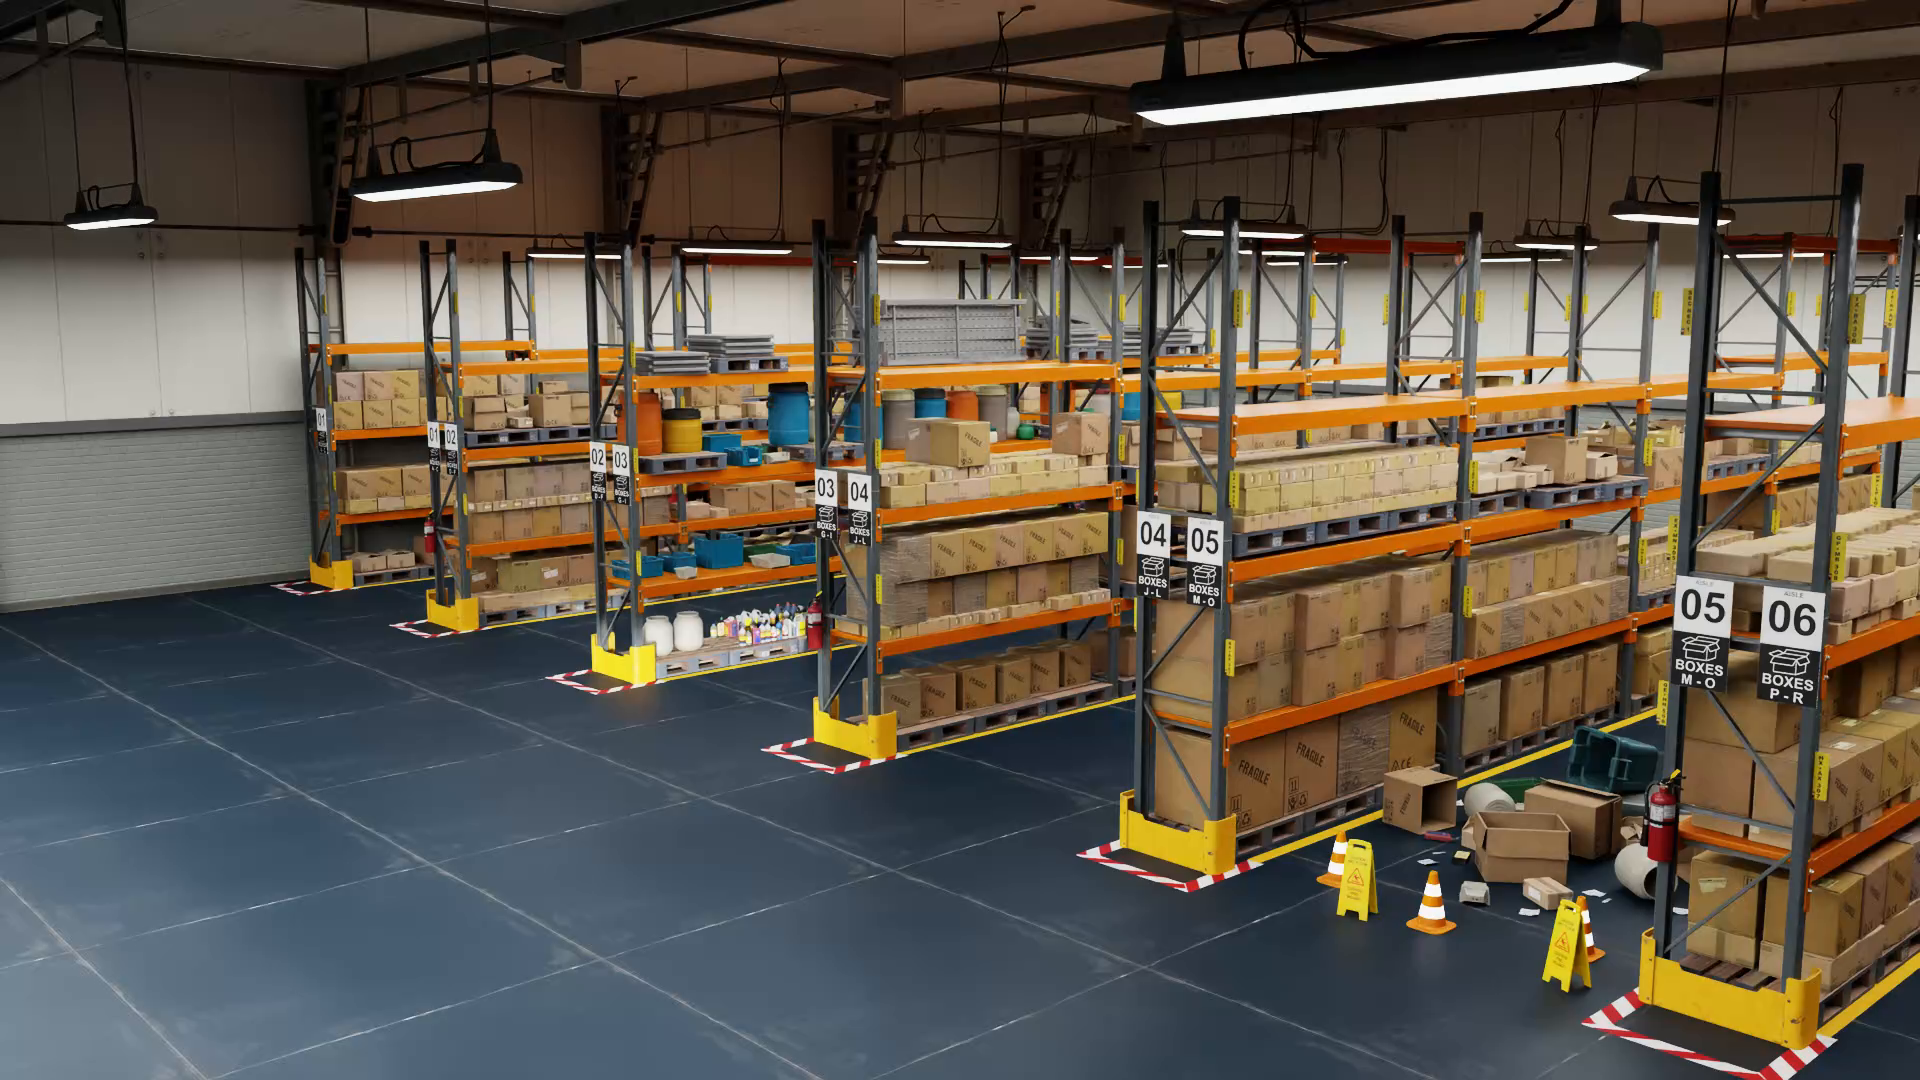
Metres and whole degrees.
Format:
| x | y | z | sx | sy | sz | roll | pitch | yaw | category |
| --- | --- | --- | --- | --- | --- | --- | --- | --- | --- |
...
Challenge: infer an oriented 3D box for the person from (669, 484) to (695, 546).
| x | y | z | sx | sy | sz | roll | pitch | yaw | category |
| --- | --- | --- | --- | --- | --- | --- | --- | --- | --- |
| -5.252 | -0.248 | 31.168 | 0.642 | 1.723 | 0.511 | 2 | 9 | 13 | person |

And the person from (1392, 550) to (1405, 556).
| x | y | z | sx | sy | sz | roll | pitch | yaw | category |
| --- | --- | --- | --- | --- | --- | --- | --- | --- | --- |
| 6.012 | 0.908 | 23.095 | 0.601 | 1.788 | 0.444 | -5 | 10 | -32 | person |
